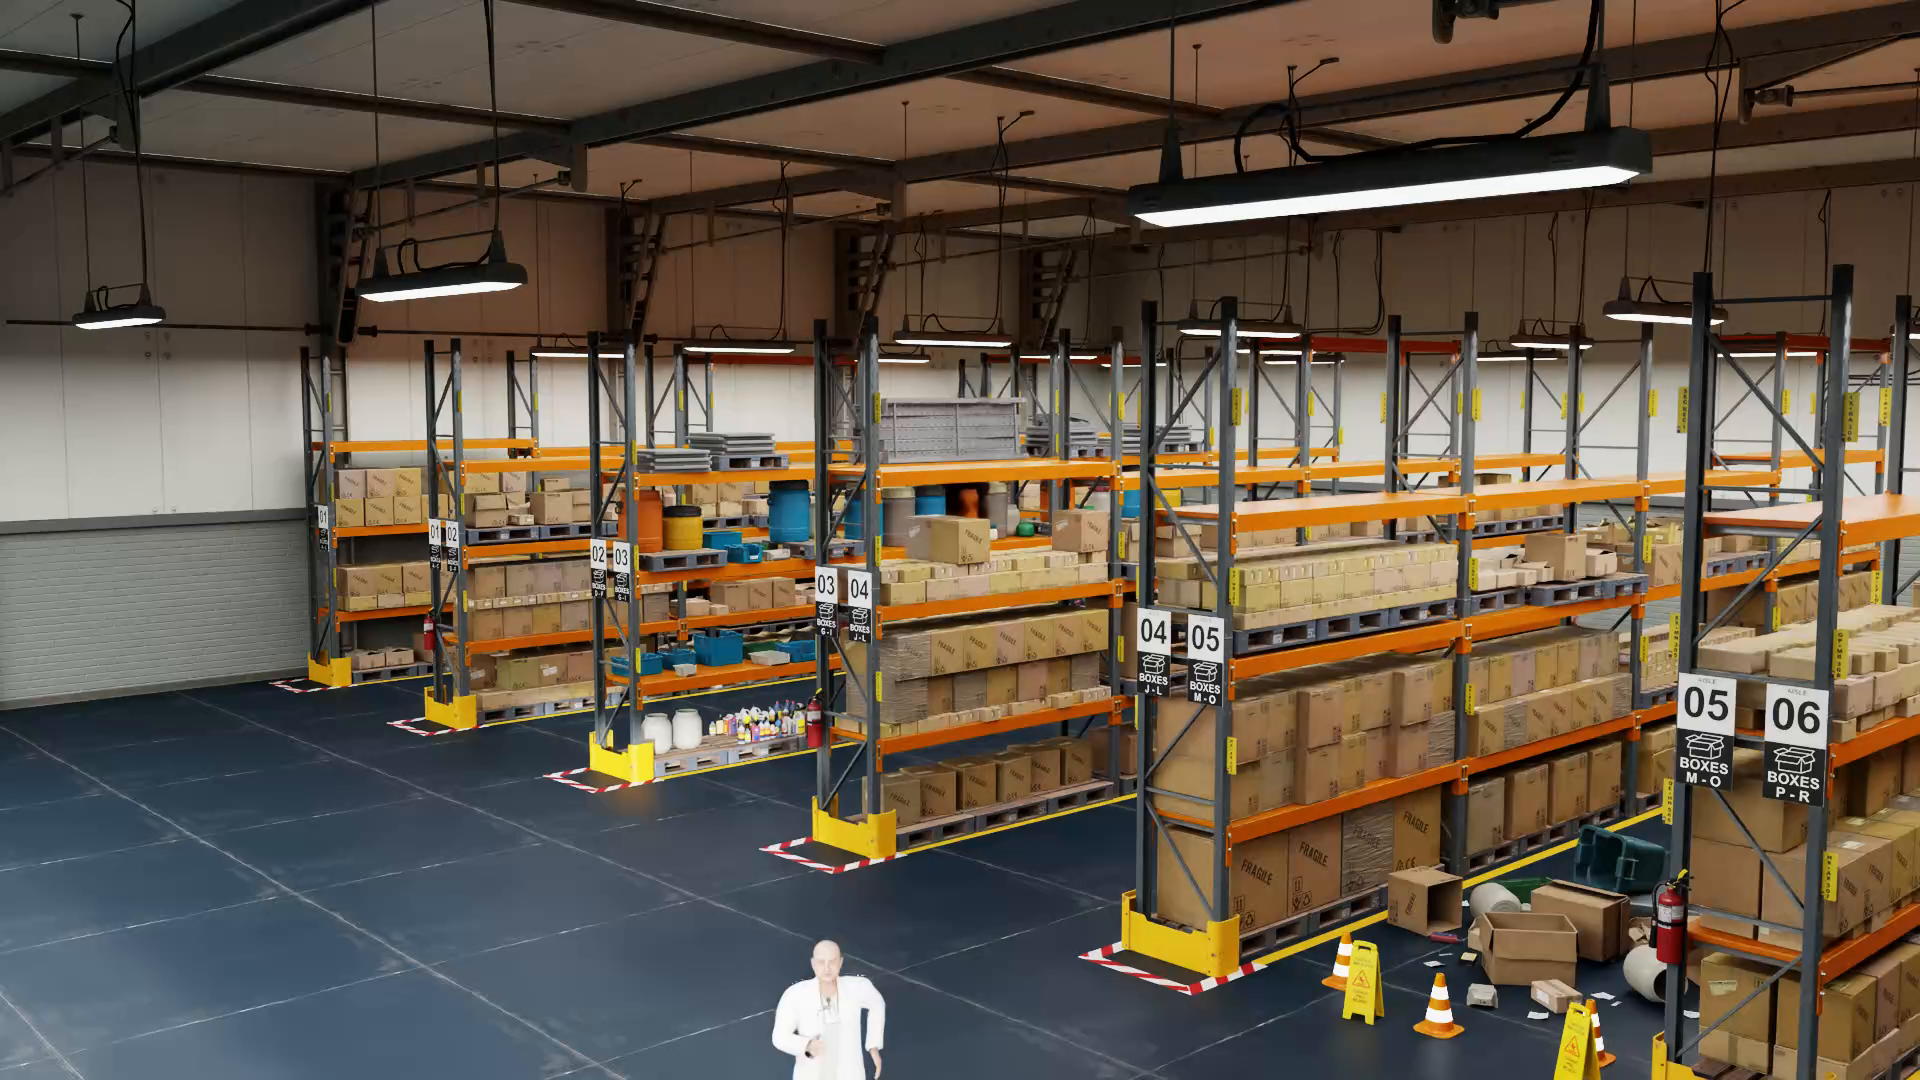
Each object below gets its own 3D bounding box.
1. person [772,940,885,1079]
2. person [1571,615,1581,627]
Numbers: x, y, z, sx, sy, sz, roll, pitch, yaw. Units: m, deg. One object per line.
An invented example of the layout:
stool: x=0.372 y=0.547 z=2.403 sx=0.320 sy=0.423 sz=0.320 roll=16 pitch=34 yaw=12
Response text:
person: x=-0.807 y=3.418 z=10.276 sx=0.677 sy=1.756 sz=0.866 roll=0 pitch=5 yaw=-1
person: x=9.761 y=1.999 z=26.537 sx=0.600 sy=1.756 sz=0.847 roll=4 pitch=6 yaw=39
